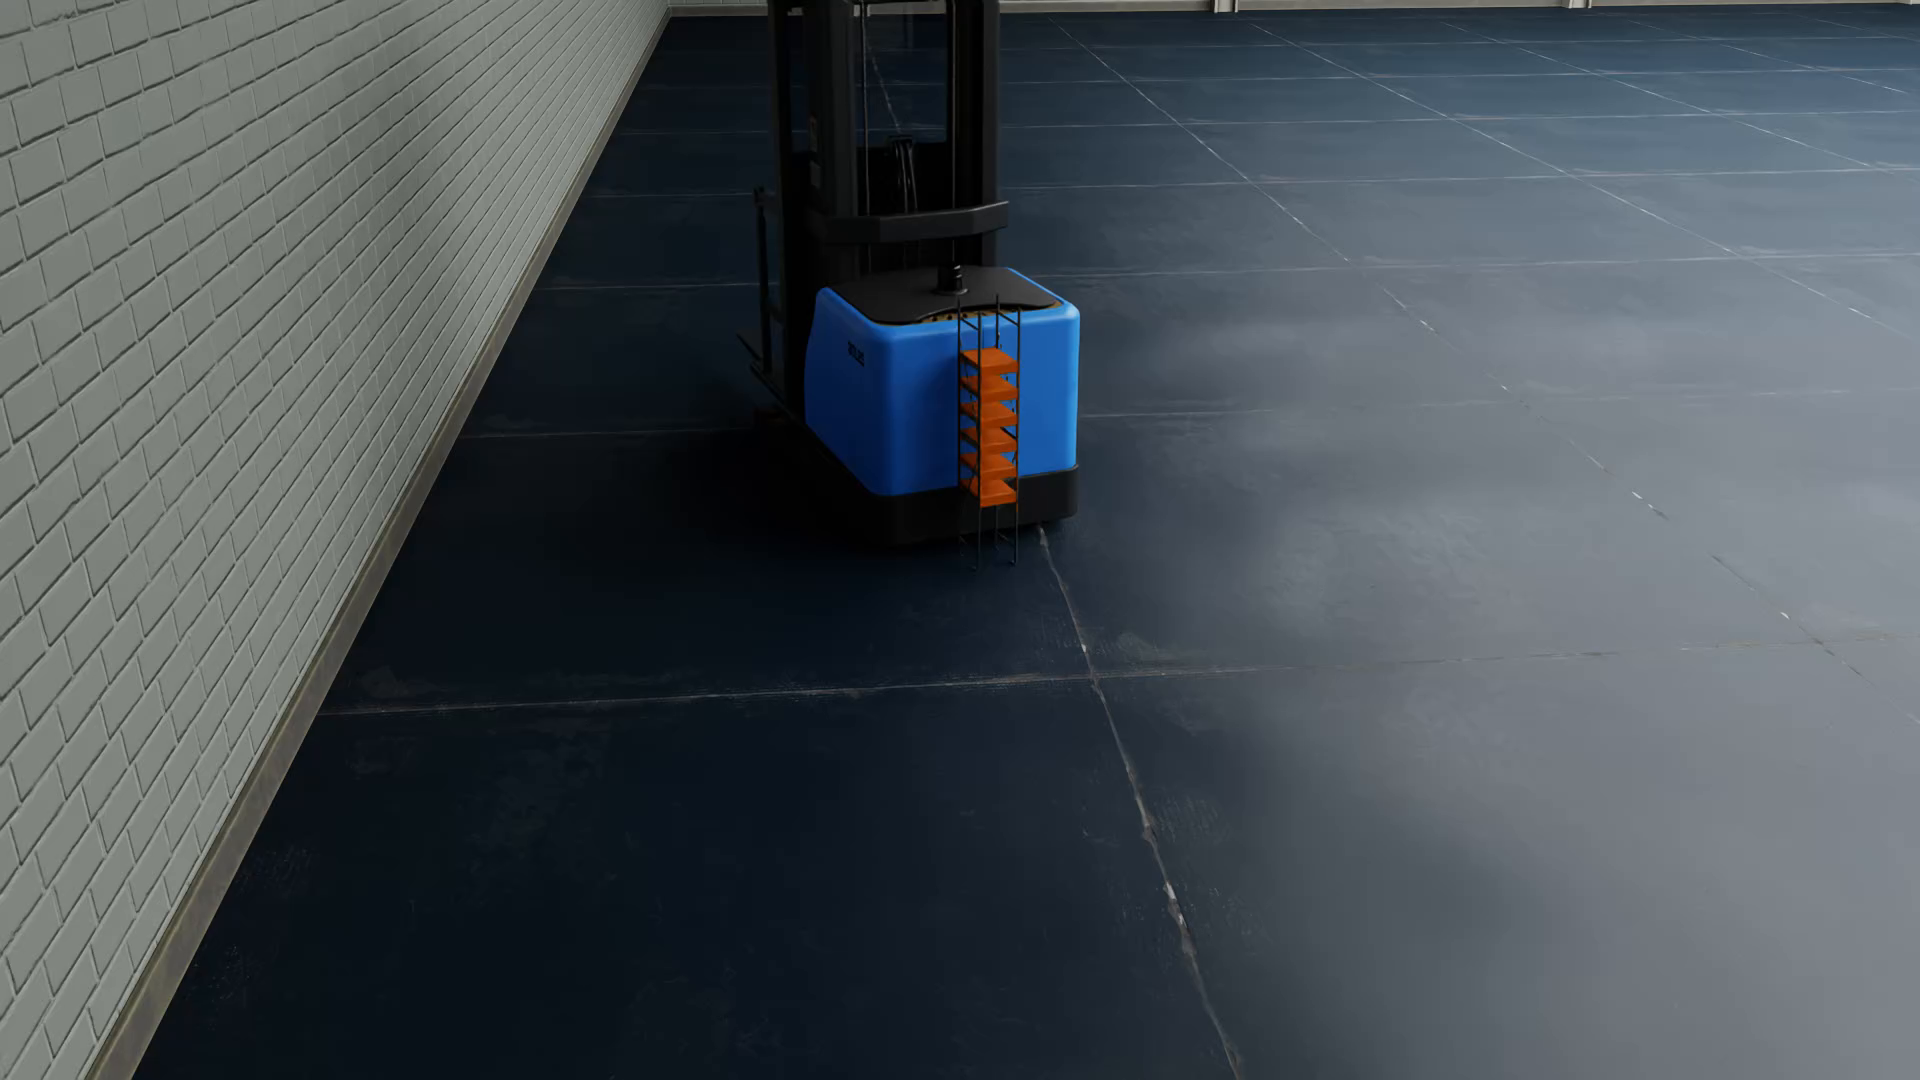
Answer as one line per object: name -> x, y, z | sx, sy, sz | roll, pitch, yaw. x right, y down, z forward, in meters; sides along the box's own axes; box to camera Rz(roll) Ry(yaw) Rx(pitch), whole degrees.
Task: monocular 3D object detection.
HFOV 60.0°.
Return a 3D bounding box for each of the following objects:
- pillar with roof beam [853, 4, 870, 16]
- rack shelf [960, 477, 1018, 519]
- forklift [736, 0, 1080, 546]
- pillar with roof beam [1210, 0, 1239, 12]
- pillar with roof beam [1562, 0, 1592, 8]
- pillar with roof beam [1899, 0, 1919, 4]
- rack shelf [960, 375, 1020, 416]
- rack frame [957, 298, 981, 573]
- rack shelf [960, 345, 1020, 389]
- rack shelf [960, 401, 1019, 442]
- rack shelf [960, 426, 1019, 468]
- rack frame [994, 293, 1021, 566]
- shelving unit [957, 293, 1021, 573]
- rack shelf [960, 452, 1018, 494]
pillar with roof beam -> -1.227, -10.799, 20.967 | 0.400, 9.000, 9.100 | -2, 24, -5
rack shelf -> 0.122, -0.201, 7.425 | 0.180, 0.103, 0.258 | -10, 26, -21
forklift -> -0.466, -1.882, 8.375 | 1.130, 2.935, 3.031 | -9, 26, -20
pillar with roof beam -> 4.744, -11.039, 21.506 | 0.400, 9.000, 9.100 | -2, 24, -5
pillar with roof beam -> 10.715, -11.278, 22.045 | 0.400, 9.000, 9.100 | -2, 24, -5
pillar with roof beam -> 16.686, -11.518, 22.584 | 0.400, 9.000, 9.100 | -2, 24, -5
rack shelf -> 0.122, -0.639, 7.230 | 0.180, 0.103, 0.258 | -10, 26, -21
rack frame -> 0.039, -0.446, 7.276 | 0.006, 1.200, 0.240 | -10, 26, -21
rack shelf -> 0.122, -0.749, 7.181 | 0.180, 0.103, 0.258 | -10, 26, -21
rack shelf -> 0.122, -0.530, 7.278 | 0.180, 0.103, 0.258 | -10, 26, -21
rack shelf -> 0.122, -0.420, 7.327 | 0.180, 0.103, 0.258 | -10, 26, -21
rack frame -> 0.206, -0.476, 7.343 | 0.006, 1.200, 0.240 | -10, 26, -21
shelving unit -> 0.122, -0.461, 7.309 | 0.189, 1.200, 0.258 | -10, 26, -21
rack shelf -> 0.122, -0.310, 7.376 | 0.180, 0.103, 0.258 | -10, 26, -21
